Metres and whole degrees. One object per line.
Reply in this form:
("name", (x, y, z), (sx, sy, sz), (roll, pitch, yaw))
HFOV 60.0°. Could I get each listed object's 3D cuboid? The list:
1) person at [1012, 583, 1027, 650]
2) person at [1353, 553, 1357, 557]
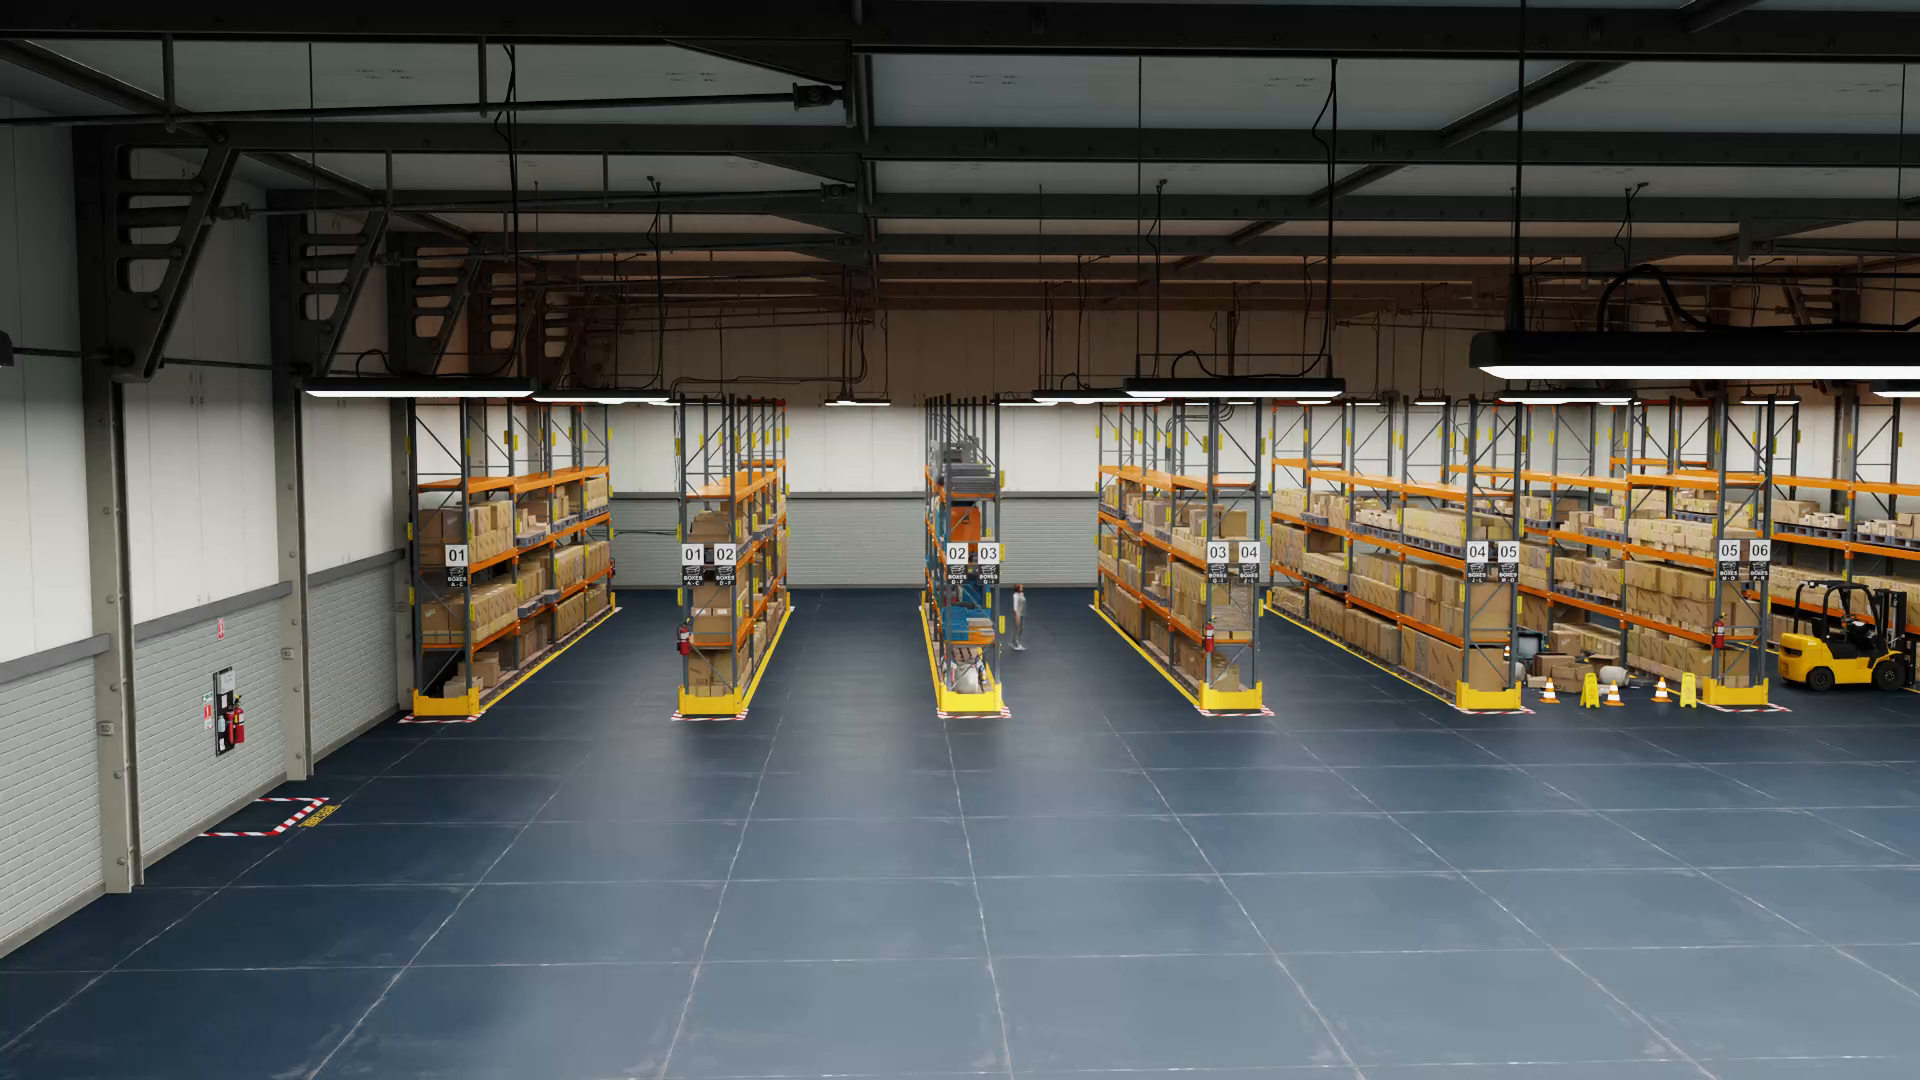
("person", (1.413, 1.813, 39.500), (0.341, 1.620, 0.482), (3, 5, 30))
("person", (11.129, 1.186, 46.823), (0.530, 1.620, 0.925), (-3, 6, -35))
